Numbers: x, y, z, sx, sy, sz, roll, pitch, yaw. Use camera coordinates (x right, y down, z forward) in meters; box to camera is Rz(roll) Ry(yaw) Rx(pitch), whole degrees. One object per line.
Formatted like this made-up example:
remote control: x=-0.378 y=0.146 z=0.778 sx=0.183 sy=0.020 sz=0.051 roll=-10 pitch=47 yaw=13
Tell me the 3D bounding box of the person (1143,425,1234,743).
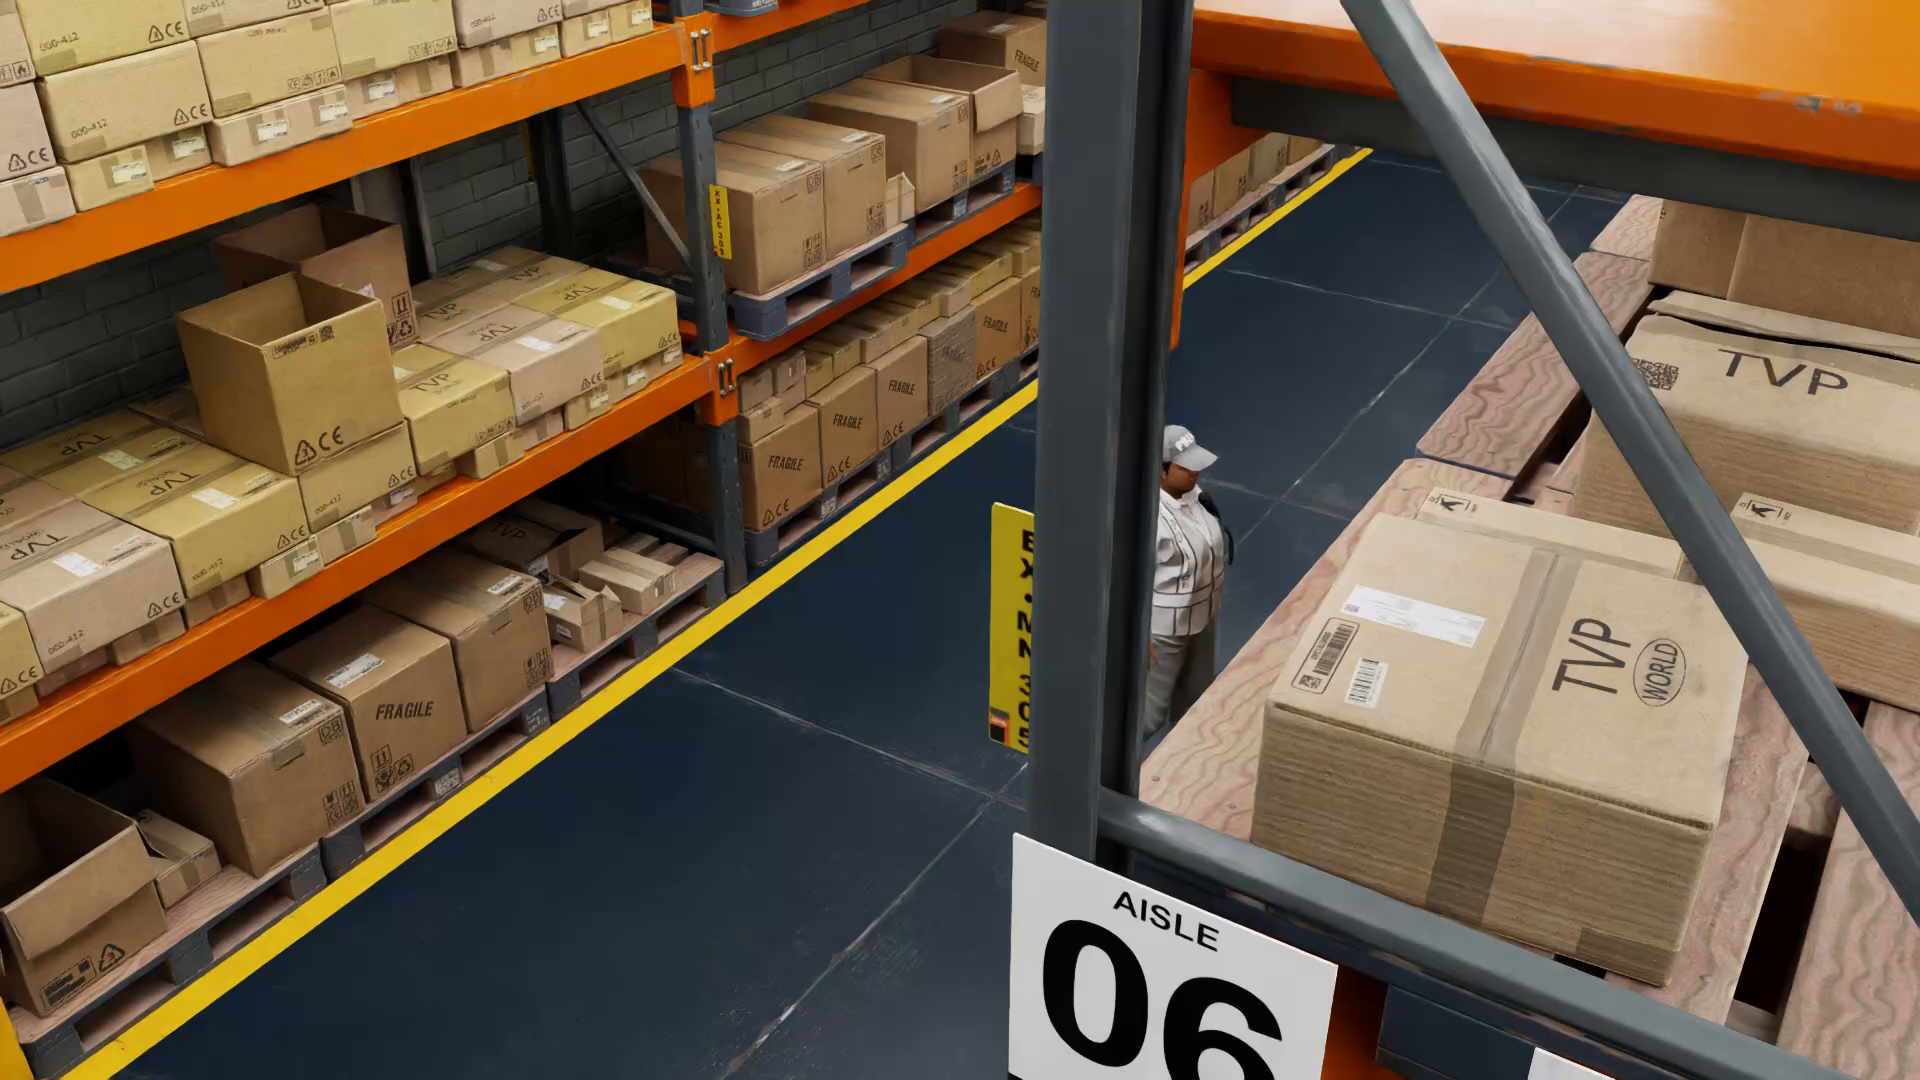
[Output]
person: x=0.841 y=0.317 z=6.593 sx=0.597 sy=1.671 sz=0.491 roll=19 pitch=36 yaw=29
